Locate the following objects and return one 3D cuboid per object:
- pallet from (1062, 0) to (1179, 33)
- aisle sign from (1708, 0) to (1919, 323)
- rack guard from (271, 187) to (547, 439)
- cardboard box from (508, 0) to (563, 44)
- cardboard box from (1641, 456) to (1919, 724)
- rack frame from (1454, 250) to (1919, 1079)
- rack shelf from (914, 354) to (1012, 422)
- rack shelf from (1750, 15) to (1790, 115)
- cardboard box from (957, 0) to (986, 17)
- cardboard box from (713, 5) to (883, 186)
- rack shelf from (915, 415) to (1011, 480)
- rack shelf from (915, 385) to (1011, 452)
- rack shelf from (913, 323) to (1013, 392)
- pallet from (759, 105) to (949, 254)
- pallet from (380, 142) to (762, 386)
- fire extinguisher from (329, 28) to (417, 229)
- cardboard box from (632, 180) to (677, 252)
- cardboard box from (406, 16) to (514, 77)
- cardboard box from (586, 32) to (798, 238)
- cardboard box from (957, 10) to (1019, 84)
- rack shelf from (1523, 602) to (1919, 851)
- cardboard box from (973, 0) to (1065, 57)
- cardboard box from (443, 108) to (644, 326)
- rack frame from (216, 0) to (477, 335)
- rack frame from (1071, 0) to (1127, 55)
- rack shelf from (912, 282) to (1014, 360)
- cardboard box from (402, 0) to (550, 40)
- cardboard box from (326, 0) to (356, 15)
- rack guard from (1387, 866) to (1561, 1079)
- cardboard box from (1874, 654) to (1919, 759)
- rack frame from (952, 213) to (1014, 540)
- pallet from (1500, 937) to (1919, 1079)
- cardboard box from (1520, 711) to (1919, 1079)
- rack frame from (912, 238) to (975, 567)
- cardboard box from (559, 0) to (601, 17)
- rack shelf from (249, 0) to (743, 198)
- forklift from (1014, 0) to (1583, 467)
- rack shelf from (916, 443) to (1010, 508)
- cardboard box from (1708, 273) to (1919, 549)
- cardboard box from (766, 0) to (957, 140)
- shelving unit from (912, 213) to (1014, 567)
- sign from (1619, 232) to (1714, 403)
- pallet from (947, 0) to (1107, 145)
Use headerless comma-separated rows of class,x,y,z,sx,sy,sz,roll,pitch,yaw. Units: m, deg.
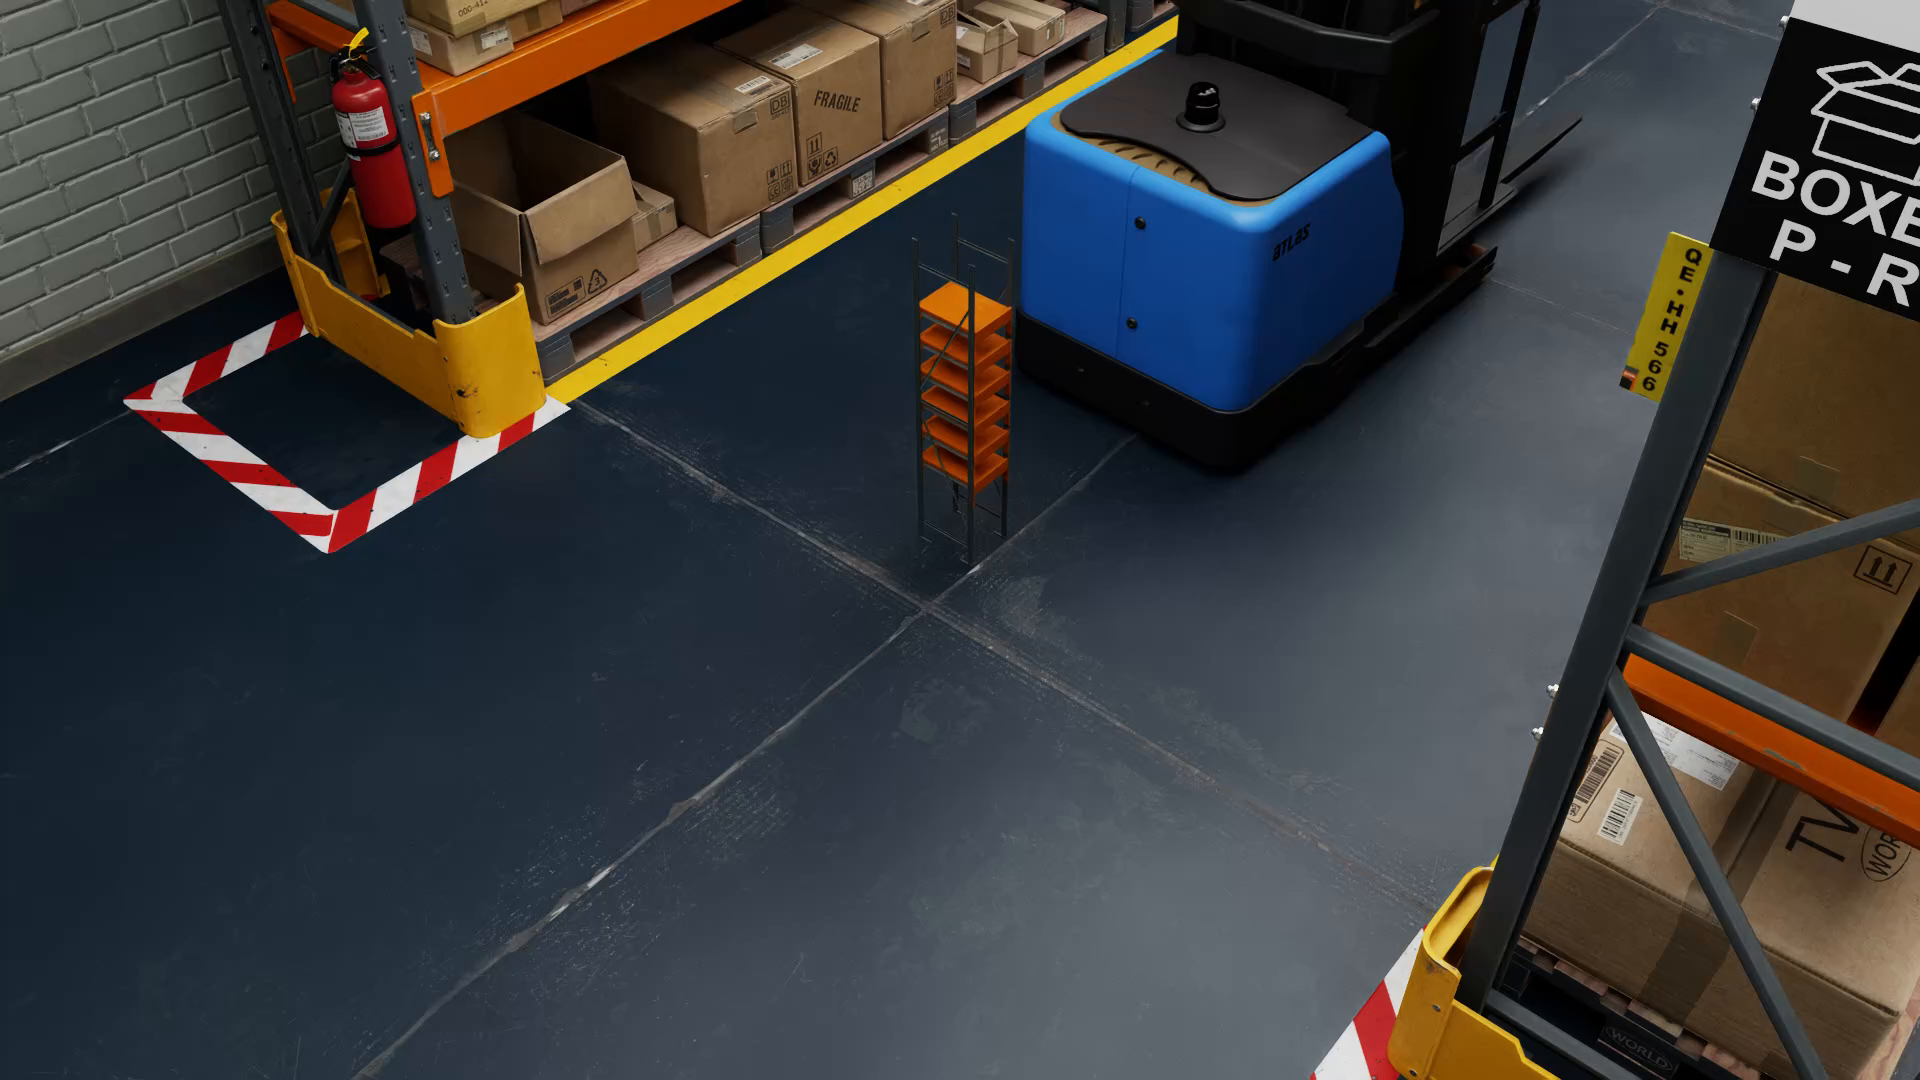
pallet,0.915,-3.232,9.148,1.003,0.211,1.213,29,50,28
aisle sign,1.364,-0.681,2.337,0.394,0.787,0.004,29,50,28
rack guard,-2.105,-0.884,6.350,1.175,0.500,0.348,29,50,28
cardboard box,-1.604,-1.878,5.772,0.380,0.149,0.250,31,51,29
cardboard box,1.755,-0.022,3.470,0.500,0.500,0.500,30,50,29
rack frame,1.648,0.378,3.105,1.000,3.000,0.127,29,50,28
rack shelf,0.009,-0.507,5.304,0.258,0.103,0.180,29,50,28
rack shelf,2.935,-1.496,3.470,1.077,0.370,4.000,29,50,28
cardboard box,-0.186,-2.752,8.233,0.500,0.311,0.500,31,51,30
cardboard box,-0.691,-1.926,7.184,0.500,0.500,0.500,30,50,29
rack shelf,0.009,-0.330,5.465,0.258,0.103,0.180,29,50,28
rack shelf,0.009,-0.419,5.384,0.258,0.103,0.180,29,50,28
rack shelf,0.009,-0.596,5.223,0.258,0.103,0.180,29,50,28
pallet,-0.807,-1.813,7.587,1.003,0.211,1.213,29,50,28
pallet,-1.593,-1.187,6.899,1.003,0.211,1.213,29,50,28
fire extinguisher,-1.895,-1.327,5.314,0.296,0.674,0.183,29,50,28
cardboard box,-1.385,-1.346,6.807,0.380,0.149,0.250,28,49,27
cardboard box,-1.732,-1.727,5.606,0.380,0.149,0.250,29,50,28
cardboard box,-1.108,-1.697,6.933,0.700,0.500,0.500,32,51,30
cardboard box,0.057,-2.375,7.852,0.396,0.266,0.258,31,51,30
rack shelf,2.935,-0.386,4.479,1.077,0.370,4.000,29,50,28
cardboard box,0.287,-2.515,8.094,0.380,0.149,0.250,28,49,27
cardboard box,-1.688,-1.275,6.466,0.797,0.503,0.637,28,49,27
rack frame,-2.154,-1.769,5.466,1.000,3.000,0.127,29,50,28
rack frame,0.420,-3.829,7.731,1.000,3.000,0.127,29,50,28
rack shelf,0.009,-0.685,5.142,0.258,0.103,0.180,29,50,28
cardboard box,-1.656,-1.941,5.545,0.500,0.250,0.500,30,50,29
cardboard box,-2.146,-1.963,5.866,0.380,0.149,0.250,29,50,28
rack guard,1.632,1.315,3.932,1.175,0.500,0.348,29,50,28
cardboard box,2.176,0.218,3.206,0.500,0.500,0.500,29,50,28
rack frame,0.068,-0.498,5.406,0.240,1.200,0.006,29,50,28
pallet,2.102,0.964,4.533,1.003,0.211,1.213,29,50,28
cardboard box,1.996,0.787,4.247,0.875,0.438,0.875,28,49,27
rack frame,-0.050,-0.404,5.303,0.240,1.200,0.006,29,50,28
cardboard box,-1.462,-2.028,5.938,0.380,0.149,0.250,29,50,28
rack shelf,-0.867,-2.533,6.841,1.077,0.370,4.000,29,50,28
forklift,1.570,-2.255,6.051,1.130,2.935,3.031,31,51,30
rack shelf,0.009,-0.241,5.546,0.258,0.103,0.180,29,50,28
cardboard box,1.776,-0.380,3.121,0.500,0.500,0.500,31,51,30
cardboard box,-0.440,-2.232,7.520,0.700,0.500,0.500,28,49,27
shelving unit,0.009,-0.451,5.355,0.258,1.200,0.189,29,50,28
sign,1.241,-0.380,2.902,0.100,0.325,0.005,29,50,28
pallet,-0.022,-2.444,8.281,1.003,0.211,1.213,29,50,28
